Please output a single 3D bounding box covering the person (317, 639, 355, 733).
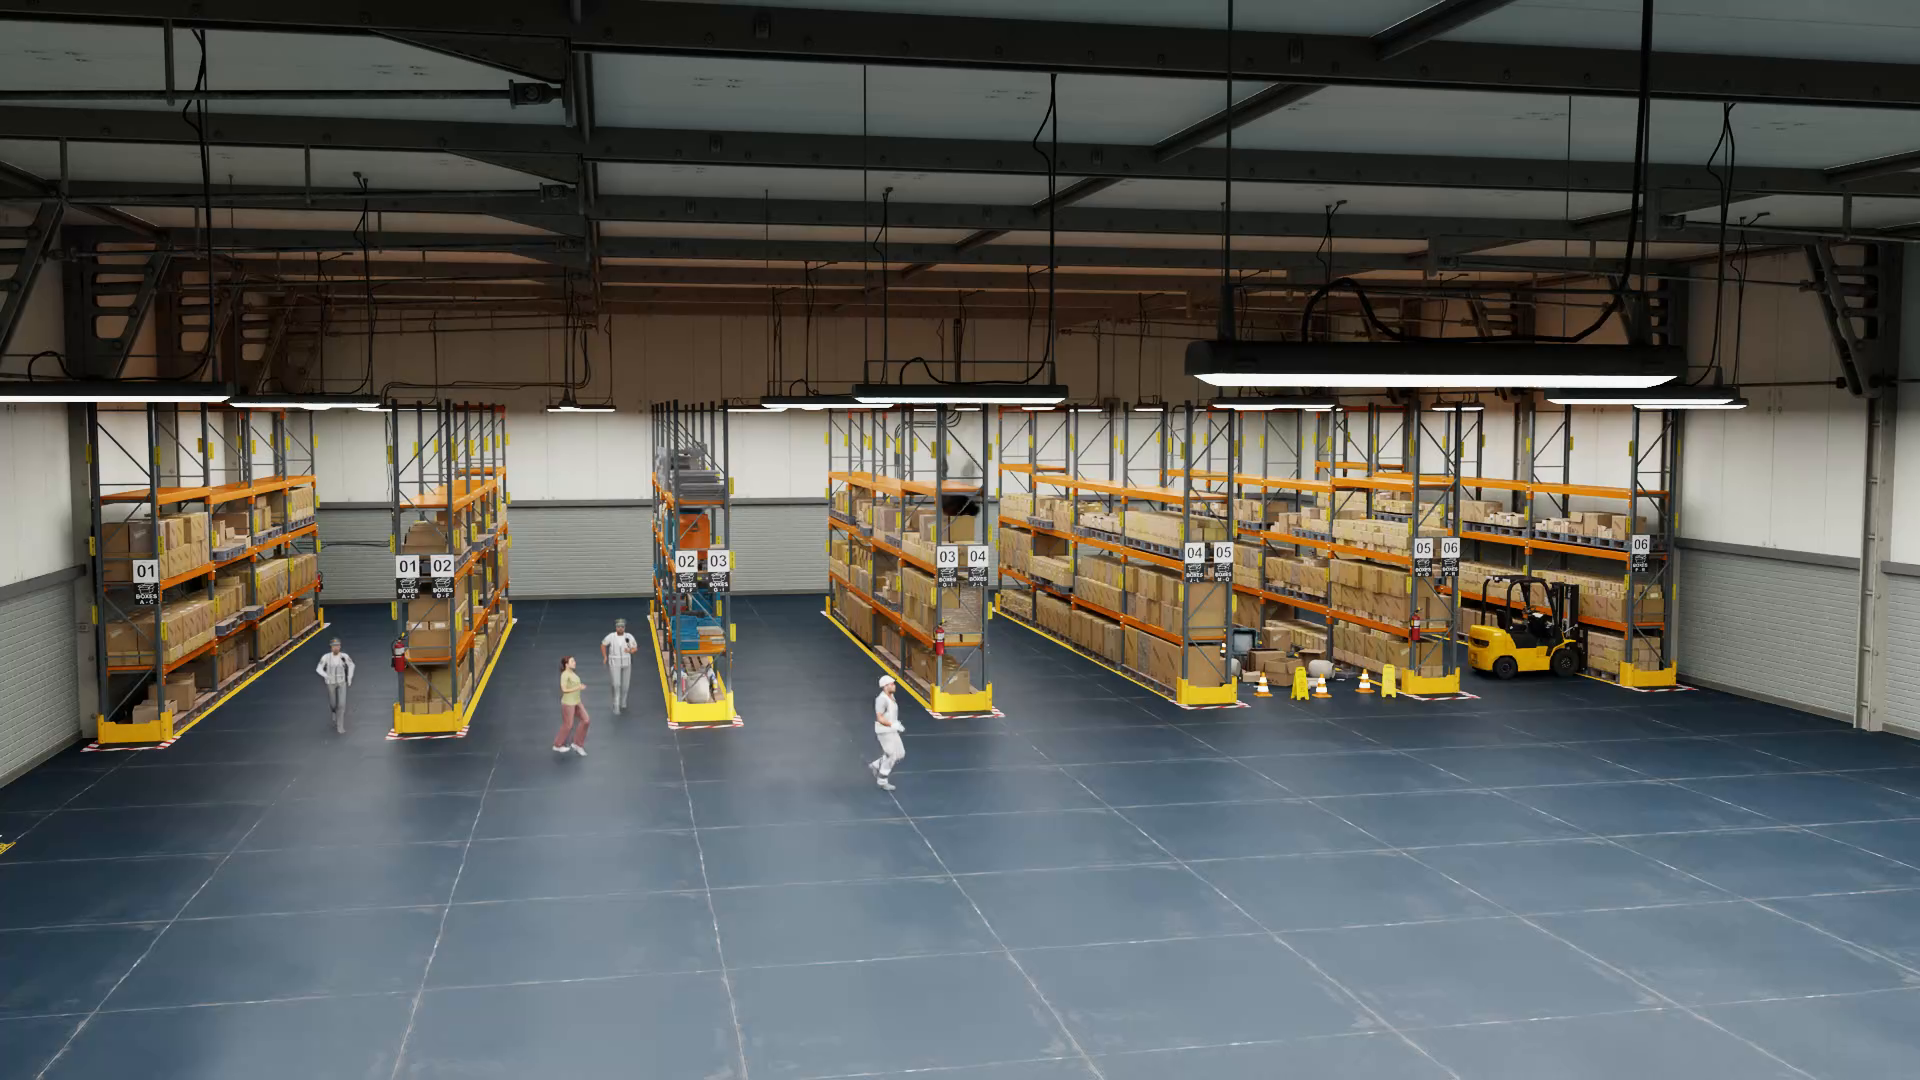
[{"bbox_3d":[-11.351,2.620,30.261,0.656,1.695,0.794,-2,5,-23],"label":"person"}]

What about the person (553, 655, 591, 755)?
[{"bbox_3d":[-6.538,2.790,27.939,0.668,1.707,0.558,1,4,15],"label":"person"}]

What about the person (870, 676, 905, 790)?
[{"bbox_3d":[-1.106,2.936,25.427,0.619,1.746,0.690,1,4,14],"label":"person"}]

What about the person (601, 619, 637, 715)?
[{"bbox_3d":[-6.535,2.438,32.004,0.638,1.850,0.788,-2,5,-22],"label":"person"}]
